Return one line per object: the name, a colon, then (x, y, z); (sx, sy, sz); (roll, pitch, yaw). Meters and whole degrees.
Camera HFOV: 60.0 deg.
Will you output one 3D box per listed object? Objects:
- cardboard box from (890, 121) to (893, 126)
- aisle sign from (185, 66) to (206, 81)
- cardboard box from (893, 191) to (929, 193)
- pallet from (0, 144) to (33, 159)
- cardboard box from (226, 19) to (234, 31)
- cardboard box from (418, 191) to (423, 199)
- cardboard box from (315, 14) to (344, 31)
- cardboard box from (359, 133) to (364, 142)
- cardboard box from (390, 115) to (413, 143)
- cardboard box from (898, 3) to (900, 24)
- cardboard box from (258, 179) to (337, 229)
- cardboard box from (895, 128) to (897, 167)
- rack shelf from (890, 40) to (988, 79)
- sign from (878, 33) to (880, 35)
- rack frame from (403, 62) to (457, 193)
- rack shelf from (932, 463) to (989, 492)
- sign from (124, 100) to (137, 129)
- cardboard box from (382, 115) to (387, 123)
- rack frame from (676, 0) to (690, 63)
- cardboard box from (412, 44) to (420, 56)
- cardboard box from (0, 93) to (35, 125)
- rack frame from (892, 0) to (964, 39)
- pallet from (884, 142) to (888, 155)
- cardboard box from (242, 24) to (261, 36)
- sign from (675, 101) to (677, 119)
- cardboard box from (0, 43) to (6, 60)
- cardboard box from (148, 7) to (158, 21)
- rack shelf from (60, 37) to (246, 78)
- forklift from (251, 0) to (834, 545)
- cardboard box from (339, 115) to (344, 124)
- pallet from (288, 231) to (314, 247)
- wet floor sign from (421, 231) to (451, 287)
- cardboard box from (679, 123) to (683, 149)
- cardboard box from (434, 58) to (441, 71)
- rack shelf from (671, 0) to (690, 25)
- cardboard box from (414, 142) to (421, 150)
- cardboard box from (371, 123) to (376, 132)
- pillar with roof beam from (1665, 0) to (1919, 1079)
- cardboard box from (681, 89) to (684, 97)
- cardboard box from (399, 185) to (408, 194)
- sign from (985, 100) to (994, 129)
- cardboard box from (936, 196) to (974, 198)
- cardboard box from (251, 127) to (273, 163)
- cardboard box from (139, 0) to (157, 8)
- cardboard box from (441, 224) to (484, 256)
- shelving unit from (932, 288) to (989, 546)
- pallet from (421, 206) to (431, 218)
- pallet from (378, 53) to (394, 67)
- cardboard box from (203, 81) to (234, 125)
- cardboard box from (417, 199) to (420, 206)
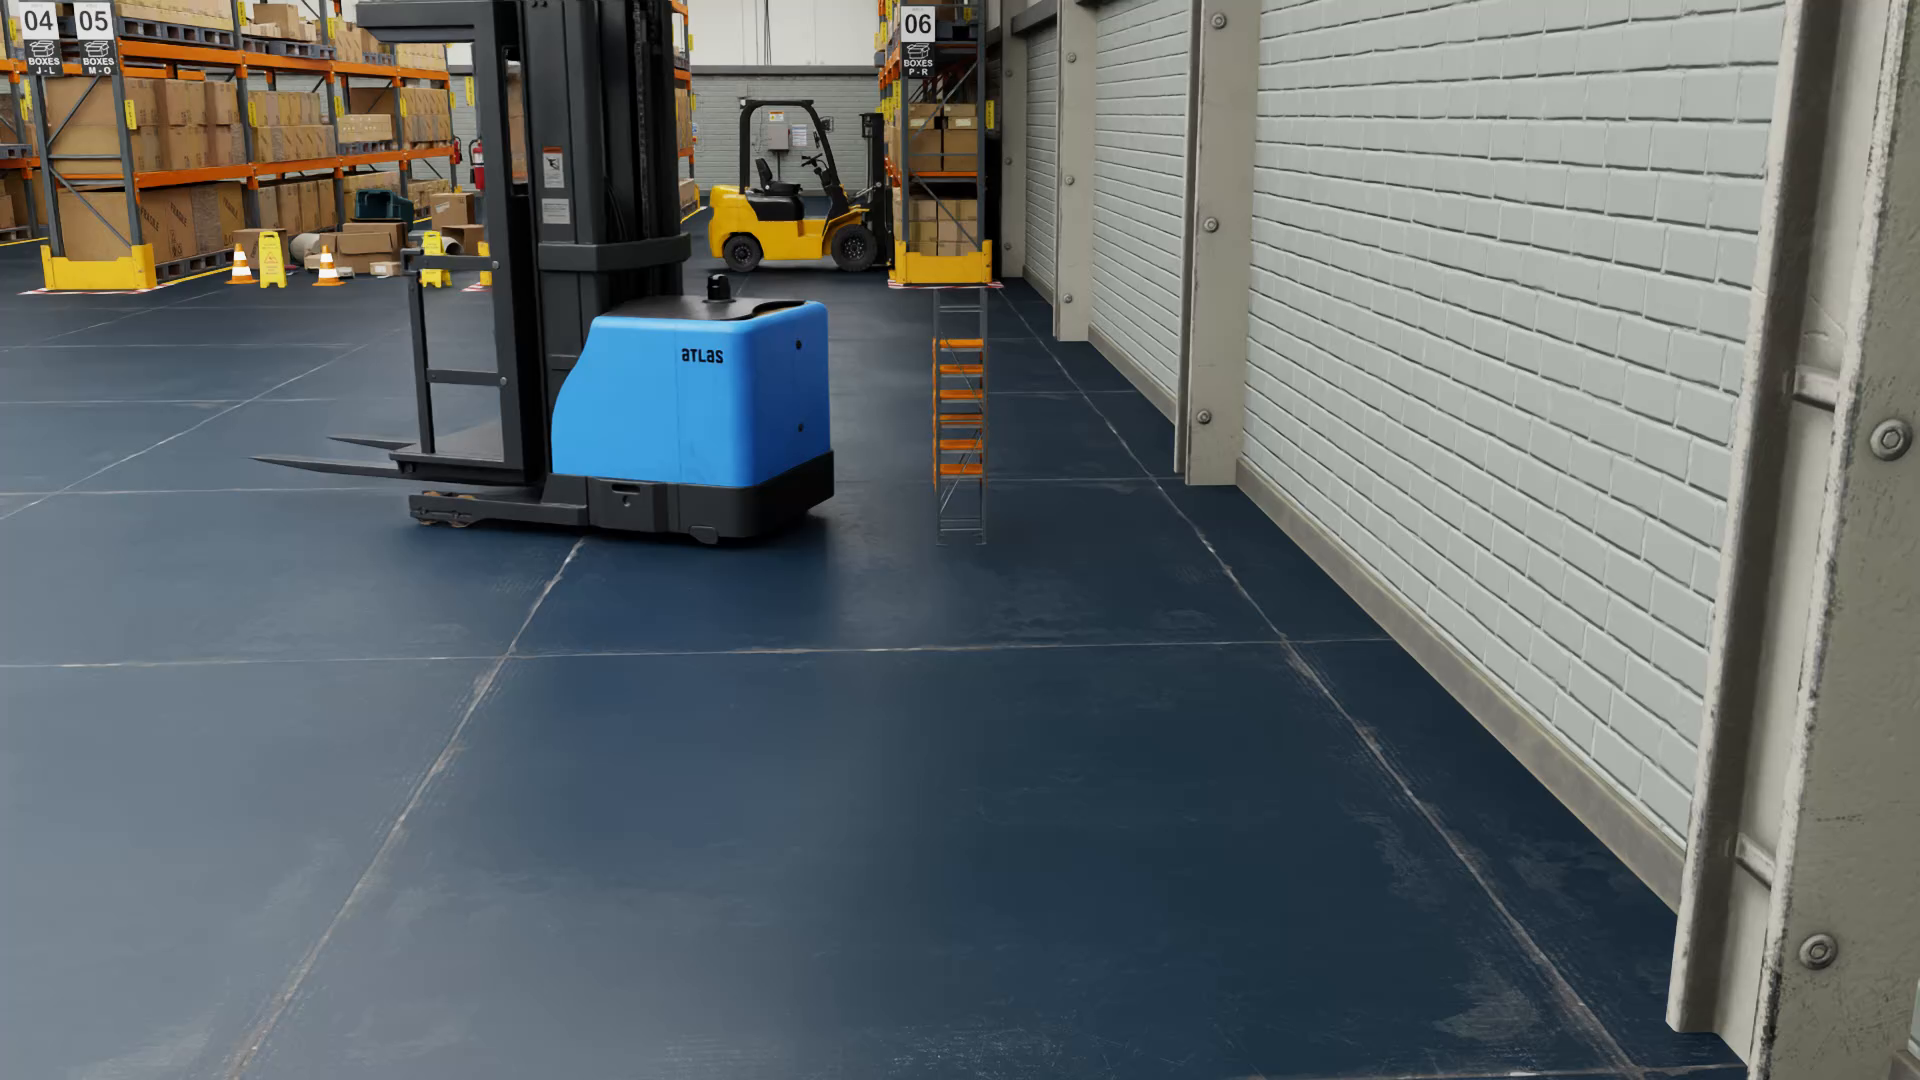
cardboard box: (-0.838, -6.232, 24.727); (0.380, 0.149, 0.250); (-1, 14, -5)
aisle sign: (-15.743, -9.635, 34.236); (0.394, 0.787, 0.004); (-1, 14, -3)
cardboard box: (-0.669, -4.579, 22.473); (0.500, 0.250, 0.500); (0, 14, -2)
pallet: (-15.392, -6.095, 26.081); (1.213, 0.211, 1.003); (-1, 14, -3)
cardboard box: (-9.996, -6.917, 22.332); (0.380, 0.149, 0.250); (-1, 14, -4)
cardboard box: (-10.700, -6.729, 32.442); (0.380, 0.149, 0.250); (0, 14, -1)
cardboard box: (-10.368, -8.520, 27.363); (0.396, 0.266, 0.258); (-1, 14, -3)
cardboard box: (-10.496, -6.941, 28.644); (0.380, 0.149, 0.250); (-1, 14, -3)
cardboard box: (-10.613, -7.729, 31.250); (0.500, 0.500, 0.500); (-1, 14, -4)
cardboard box: (-0.572, -6.508, 20.508); (0.396, 0.266, 0.258); (-1, 14, -3)
cardboard box: (-10.638, -5.376, 26.573); (1.050, 0.750, 0.750); (-1, 14, -4)
cardboard box: (-0.592, -5.153, 21.832); (0.500, 0.500, 0.500); (-1, 14, -3)
rack shelf: (-0.326, -6.206, 21.551); (1.077, 0.370, 4.000); (-1, 14, -3)
sign: (-1.487, -9.282, 31.023); (0.100, 0.325, 0.005); (-1, 14, -3)
rack frame: (-11.081, -8.405, 34.672); (1.000, 3.000, 0.127); (-1, 14, -3)
rack shelf: (0.001, -0.302, 7.934); (0.258, 0.103, 0.180); (-1, 14, -3)
sign: (-9.536, -4.890, 19.116); (0.100, 0.325, 0.005); (-1, 14, -3)
cardboard box: (-10.596, -7.616, 30.074); (0.380, 0.149, 0.250); (-1, 14, -5)
rack frame: (-6.147, -11.411, 34.319); (1.000, 3.000, 0.127); (-1, 14, -3)
cardboard box: (-10.667, -9.405, 31.837); (0.500, 0.250, 0.500); (-1, 14, -2)
cardboard box: (-15.572, -7.080, 27.309); (0.797, 0.503, 0.637); (0, 14, -2)
rack frame: (-0.450, -8.505, 23.021); (1.000, 3.000, 0.127); (-1, 14, -3)
pallet: (-0.810, -6.669, 28.310); (1.213, 0.211, 1.003); (-1, 14, -3)
cardboard box: (-10.155, -7.265, 23.683); (0.250, 0.149, 0.380); (-1, 14, -3)
sign: (-5.358, -8.045, 31.108); (0.100, 0.325, 0.005); (-1, 14, -3)
cardboard box: (-15.268, -7.629, 25.939); (0.500, 0.250, 0.500); (-1, 14, -3)
cardboard box: (-9.839, -6.287, 19.883); (0.380, 0.149, 0.250); (-1, 14, -3)
rack shelf: (-10.214, -6.027, 20.855); (1.077, 0.370, 4.000); (-1, 14, -3)
forklift: (-2.228, -1.597, 8.351); (3.031, 2.935, 1.130); (5, 15, 18)
cardboard box: (-10.440, -6.970, 27.562); (0.380, 0.149, 0.250); (-1, 14, -5)
pallet: (-10.540, -4.565, 25.343); (1.003, 0.211, 1.213); (-1, 14, -3)
wet floor sign: (-6.212, -3.323, 19.646); (0.267, 0.644, 0.232); (4, 15, 16)
cardboard box: (-5.719, -7.929, 32.625); (0.500, 0.500, 0.500); (-1, 14, -3)
cardboard box: (-10.750, -9.549, 33.400); (0.500, 0.250, 0.500); (-1, 14, -3)
rack shelf: (-6.023, -10.372, 32.525); (1.077, 0.370, 4.000); (-1, 14, -3)
cardboard box: (-10.645, -7.624, 32.141); (0.380, 0.149, 0.250); (-1, 14, -2)
cardboard box: (-10.546, -7.280, 29.364); (0.380, 0.149, 0.250); (-2, 15, -6)
pillar with roof beam: (-2.527, -3.154, 2.225); (9.100, 9.000, 0.400); (-1, 14, -3)
cardboard box: (-5.811, -9.078, 33.779); (0.380, 0.149, 0.250); (-1, 14, -2)
cardboard box: (-10.648, -6.609, 31.380); (0.380, 0.149, 0.250); (0, 14, -1)
sign: (0.352, -5.069, 19.812); (0.100, 0.325, 0.005); (-1, 14, -3)
cardboard box: (-0.077, -4.207, 21.027); (0.500, 0.250, 0.500); (-1, 14, -3)
cardboard box: (-10.102, -5.604, 23.585); (0.500, 0.500, 0.500); (-1, 14, -3)
cardboard box: (-9.897, -6.452, 19.722); (0.500, 0.250, 0.500); (-1, 14, -4)
cardboard box: (-6.695, -4.025, 22.661); (0.500, 0.500, 0.500); (10, 18, 35)
shelving unit: (0.001, -0.577, 7.863); (0.258, 1.200, 0.189); (-1, 14, -3)
pallet: (-10.989, -6.530, 32.982); (1.003, 0.211, 1.213); (-1, 14, -3)
pallet: (-10.902, -8.616, 29.852); (1.213, 0.211, 1.003); (-1, 14, -3)
cardboard box: (-10.199, -5.788, 22.036); (0.875, 0.550, 0.550); (-1, 14, -3)
cardboard box: (-10.685, -6.518, 32.216); (0.380, 0.149, 0.250); (-1, 14, -5)
